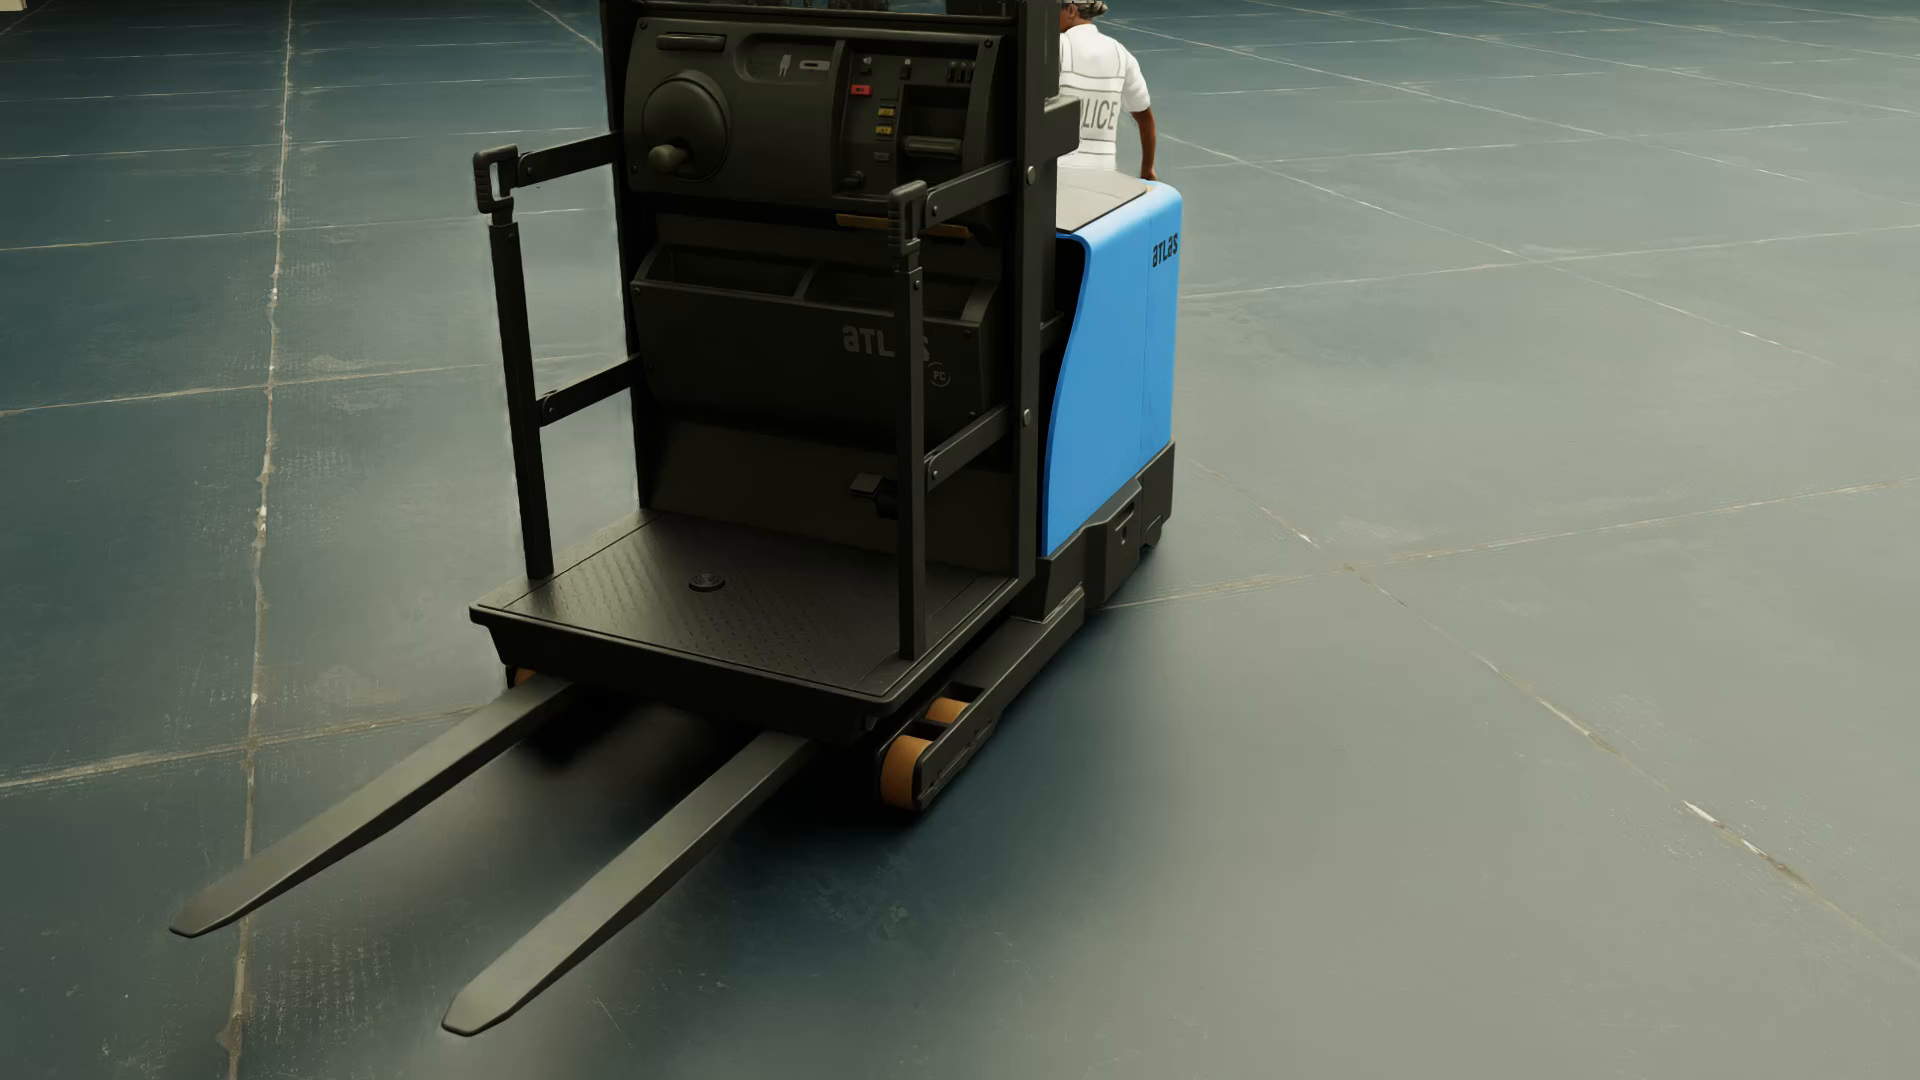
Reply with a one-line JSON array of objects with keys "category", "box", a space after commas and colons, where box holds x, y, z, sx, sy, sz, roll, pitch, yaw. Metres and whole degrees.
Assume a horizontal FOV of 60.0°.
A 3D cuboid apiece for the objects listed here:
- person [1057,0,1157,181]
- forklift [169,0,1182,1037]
[{"category": "person", "box": [0.403, -1.413, 6.513, 0.910, 1.552, 0.494, -5, 23, -13]}, {"category": "forklift", "box": [-0.437, -0.946, 3.548, 1.130, 2.935, 3.031, 10, 25, 23]}]
